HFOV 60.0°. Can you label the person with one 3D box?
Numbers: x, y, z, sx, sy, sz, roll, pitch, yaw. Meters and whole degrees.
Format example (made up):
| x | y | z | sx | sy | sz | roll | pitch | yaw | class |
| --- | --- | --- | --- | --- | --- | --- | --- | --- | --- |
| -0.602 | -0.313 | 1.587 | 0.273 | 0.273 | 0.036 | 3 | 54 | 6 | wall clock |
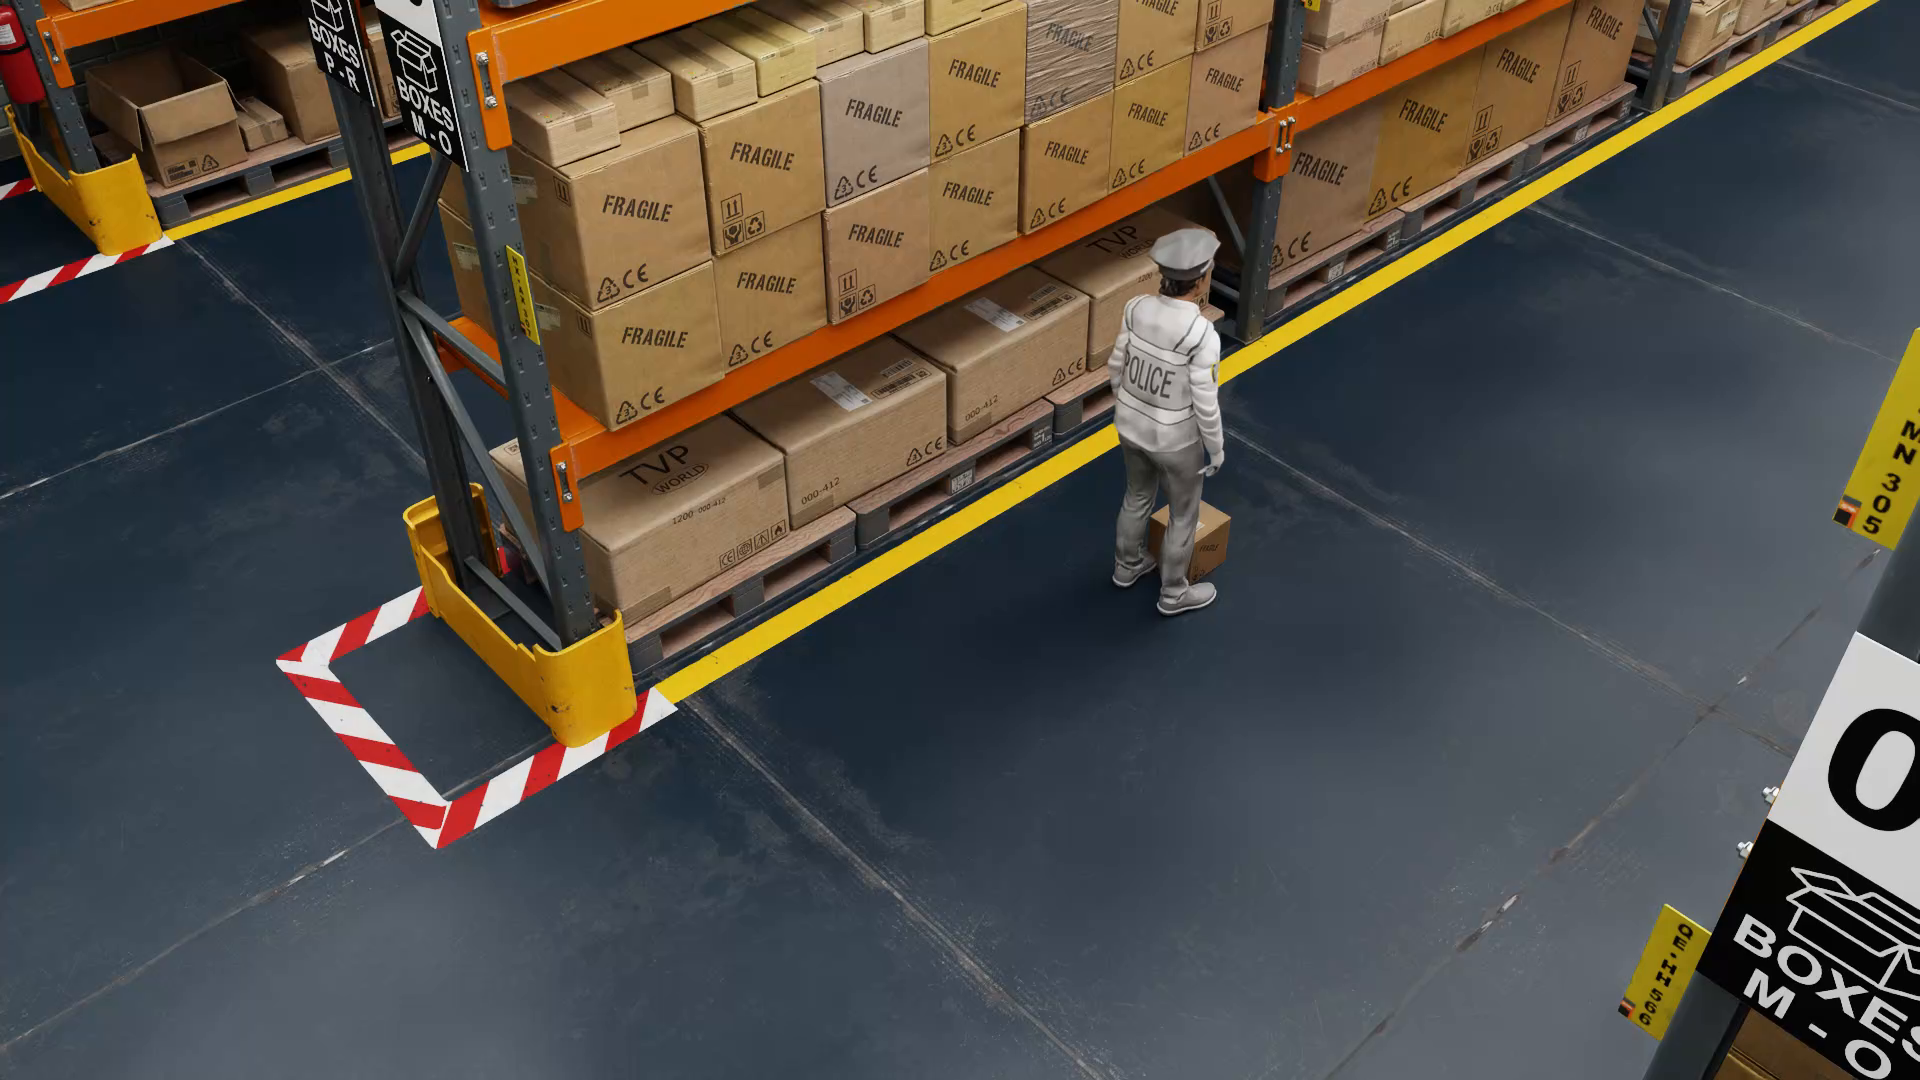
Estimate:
| x | y | z | sx | sy | sz | roll | pitch | yaw | class |
| --- | --- | --- | --- | --- | --- | --- | --- | --- | --- |
| 0.819 | -0.442 | 6.679 | 0.371 | 1.664 | 0.542 | -32 | 50 | -32 | person |
